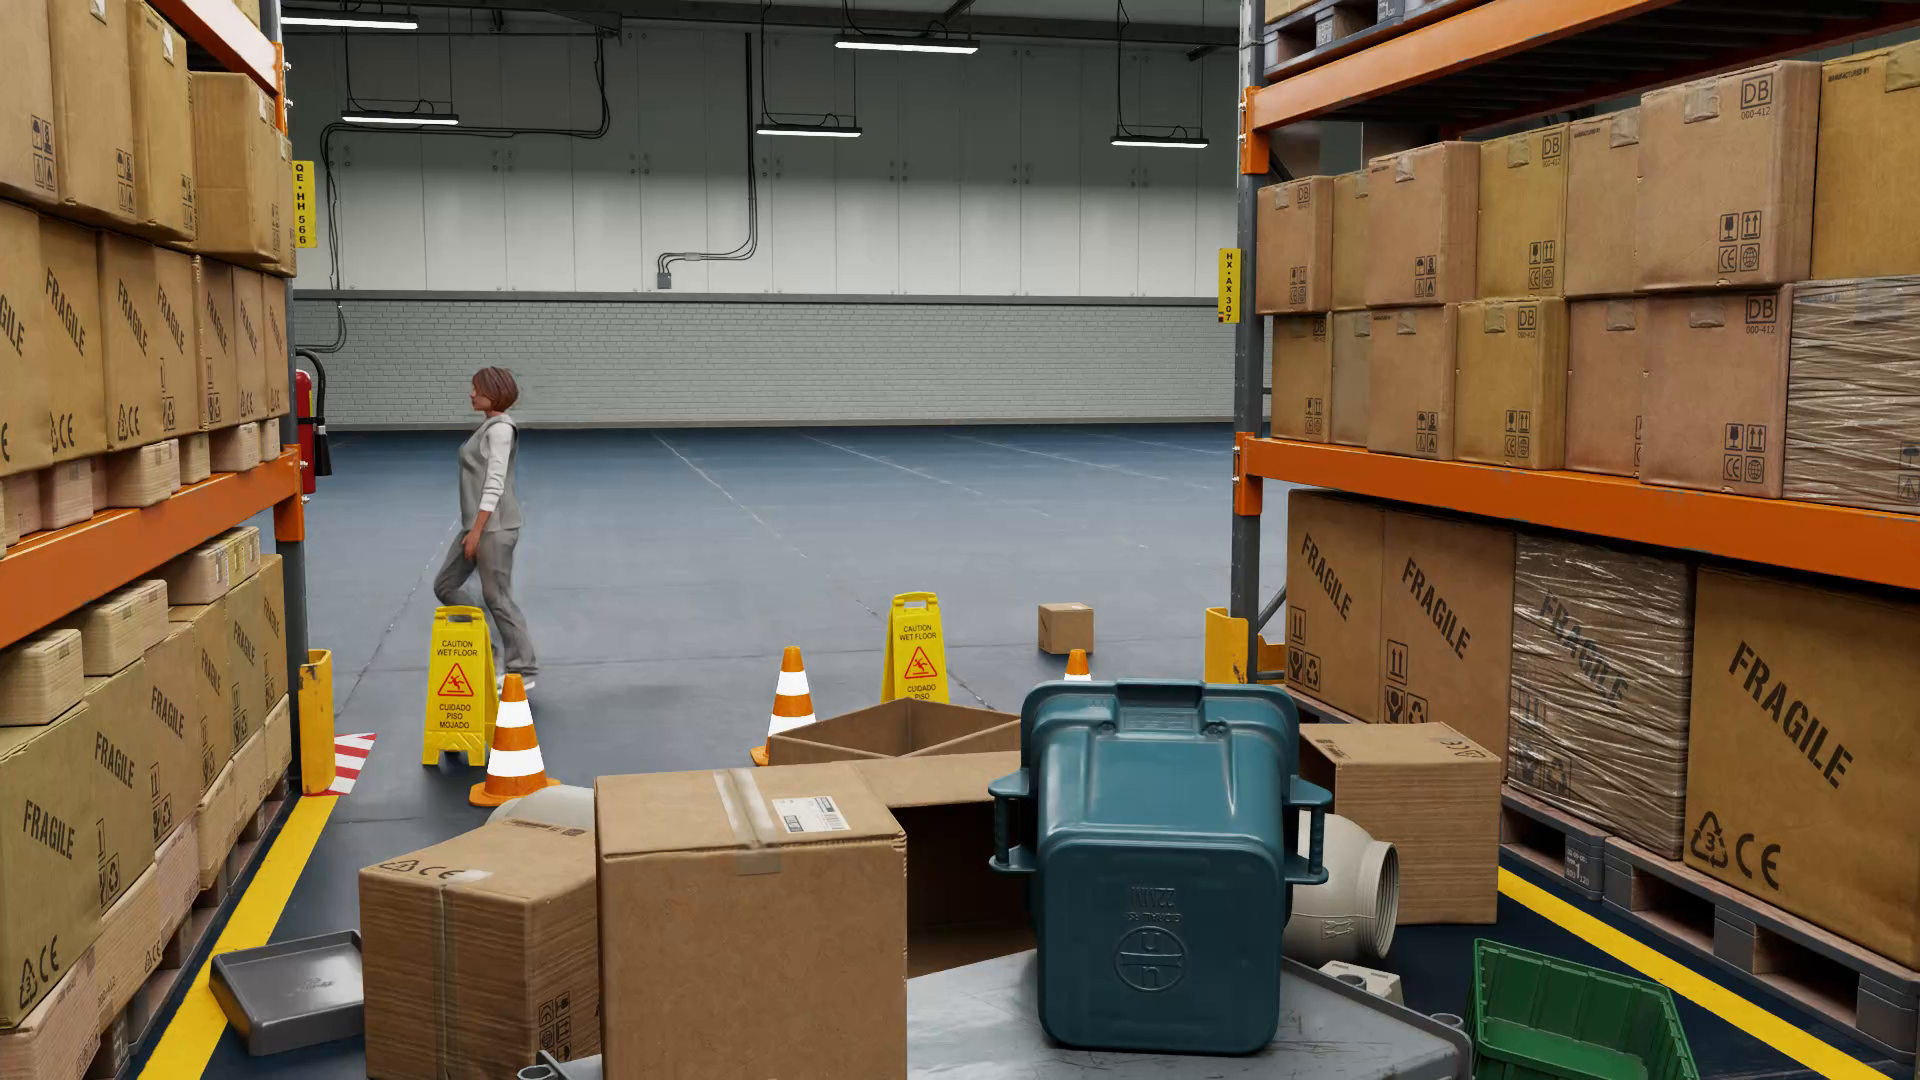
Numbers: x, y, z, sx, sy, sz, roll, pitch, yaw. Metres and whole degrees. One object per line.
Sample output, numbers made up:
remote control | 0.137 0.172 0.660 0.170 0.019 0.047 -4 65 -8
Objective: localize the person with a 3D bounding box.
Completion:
person | -2.295 -0.026 8.028 0.470 1.620 0.439 -3 7 -23
